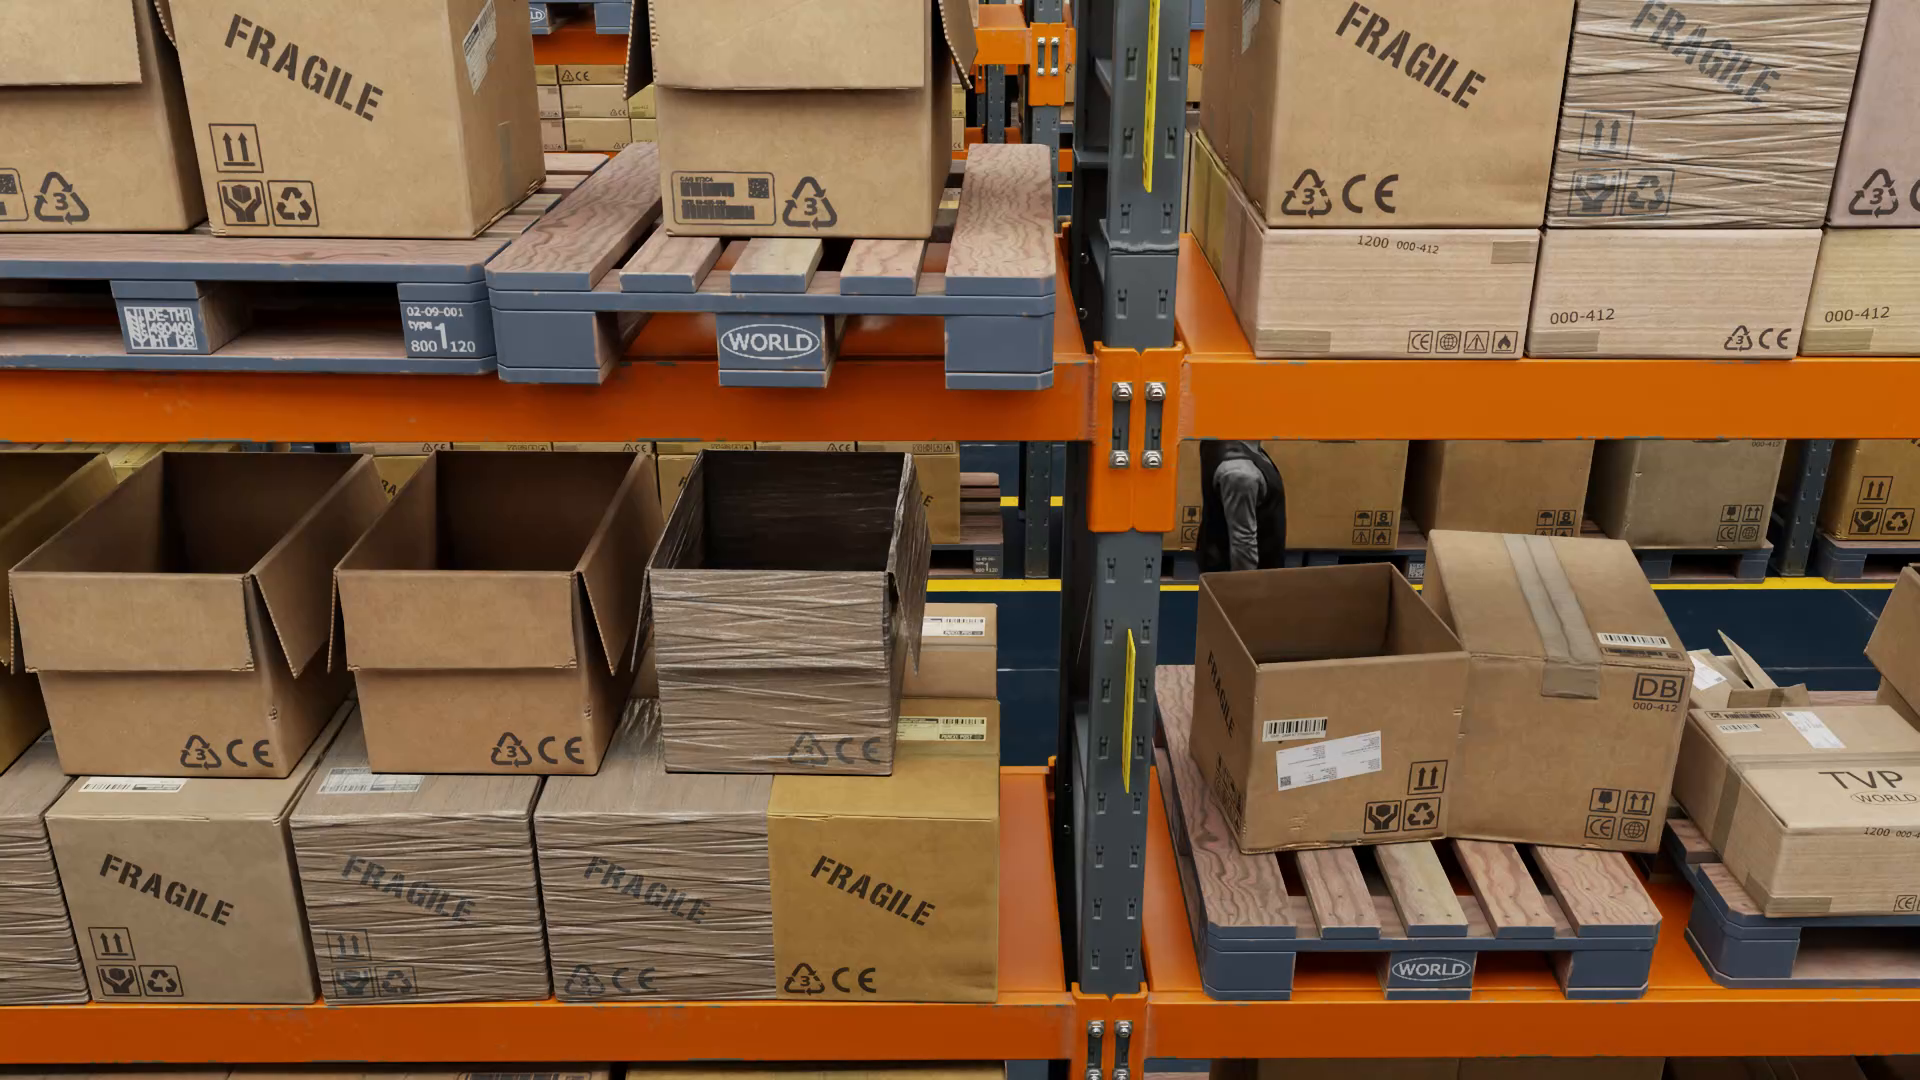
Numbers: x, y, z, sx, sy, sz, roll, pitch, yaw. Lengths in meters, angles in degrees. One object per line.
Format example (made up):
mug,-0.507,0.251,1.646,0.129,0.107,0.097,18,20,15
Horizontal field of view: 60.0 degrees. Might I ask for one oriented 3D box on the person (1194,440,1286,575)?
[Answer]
person,1.139,0.142,6.827,0.358,1.714,0.533,0,24,1
